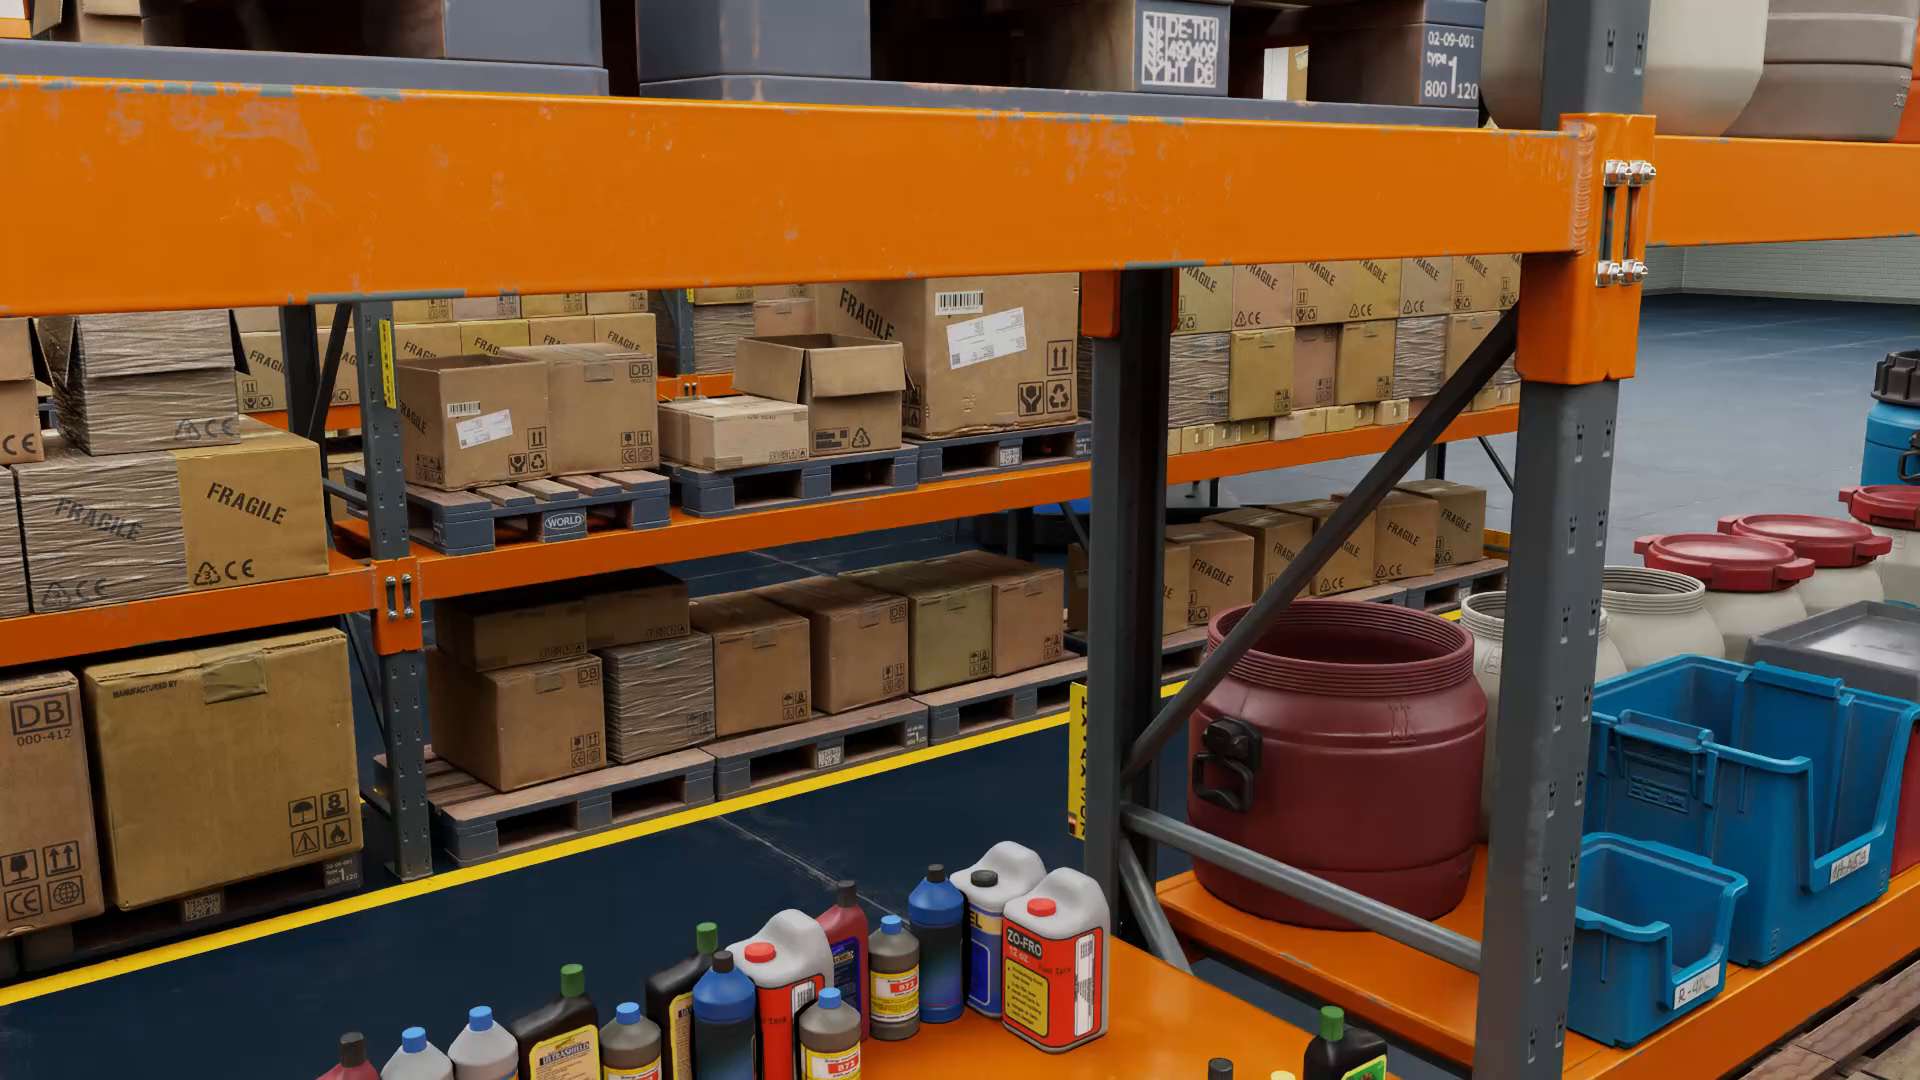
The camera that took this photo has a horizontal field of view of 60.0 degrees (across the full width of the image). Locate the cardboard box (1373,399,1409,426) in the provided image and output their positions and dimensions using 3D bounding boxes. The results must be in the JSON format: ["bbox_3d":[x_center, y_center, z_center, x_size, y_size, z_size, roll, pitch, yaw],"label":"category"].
[{"bbox_3d":[2.559,-0.813,10.340,0.250,0.149,0.380,-9,15,-38],"label":"cardboard box"}]

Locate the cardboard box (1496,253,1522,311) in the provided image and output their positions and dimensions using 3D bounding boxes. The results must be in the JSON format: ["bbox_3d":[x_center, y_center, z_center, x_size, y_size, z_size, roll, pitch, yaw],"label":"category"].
[{"bbox_3d":[3.483,-1.790,10.973,0.500,0.500,0.500,-9,15,-38],"label":"cardboard box"}]

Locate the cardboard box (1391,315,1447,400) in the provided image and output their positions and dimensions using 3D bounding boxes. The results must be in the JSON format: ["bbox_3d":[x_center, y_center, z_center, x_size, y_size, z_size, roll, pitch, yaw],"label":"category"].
[{"bbox_3d":[2.579,-1.203,10.617,0.500,0.500,0.875,-9,15,-38],"label":"cardboard box"}]

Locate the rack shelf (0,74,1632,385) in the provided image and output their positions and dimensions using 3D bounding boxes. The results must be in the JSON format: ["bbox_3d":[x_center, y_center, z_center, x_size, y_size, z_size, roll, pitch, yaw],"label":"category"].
[{"bbox_3d":[-0.956,-0.232,1.512,4.000,0.370,1.077,-9,15,-38],"label":"rack shelf"}]

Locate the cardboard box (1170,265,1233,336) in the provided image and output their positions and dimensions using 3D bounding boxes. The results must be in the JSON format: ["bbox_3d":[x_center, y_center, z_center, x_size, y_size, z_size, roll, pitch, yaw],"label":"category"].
[{"bbox_3d":[1.145,-1.400,9.134,0.500,0.500,0.500,-9,15,-38],"label":"cardboard box"}]

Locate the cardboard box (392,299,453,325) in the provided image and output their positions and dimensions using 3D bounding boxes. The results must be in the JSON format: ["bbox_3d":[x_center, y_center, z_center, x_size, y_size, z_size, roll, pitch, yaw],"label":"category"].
[{"bbox_3d":[-3.959,-1.791,11.695,0.500,0.500,0.700,-10,15,-38],"label":"cardboard box"}]

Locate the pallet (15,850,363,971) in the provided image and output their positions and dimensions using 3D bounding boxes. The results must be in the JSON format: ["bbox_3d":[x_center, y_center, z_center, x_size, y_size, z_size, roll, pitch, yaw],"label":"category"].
[{"bbox_3d":[-3.151,1.274,6.619,1.213,0.211,1.003,-9,15,-38],"label":"pallet"}]

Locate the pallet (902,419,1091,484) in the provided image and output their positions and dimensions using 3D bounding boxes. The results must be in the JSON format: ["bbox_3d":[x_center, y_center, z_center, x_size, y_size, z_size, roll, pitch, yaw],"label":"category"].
[{"bbox_3d":[-0.053,-0.529,8.862,1.213,0.211,1.003,-9,15,-38],"label":"pallet"}]

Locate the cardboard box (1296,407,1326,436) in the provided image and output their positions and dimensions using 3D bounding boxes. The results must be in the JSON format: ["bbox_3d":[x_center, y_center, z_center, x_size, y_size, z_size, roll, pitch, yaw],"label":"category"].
[{"bbox_3d":[1.951,-0.721,9.909,0.250,0.149,0.380,-9,15,-38],"label":"cardboard box"}]

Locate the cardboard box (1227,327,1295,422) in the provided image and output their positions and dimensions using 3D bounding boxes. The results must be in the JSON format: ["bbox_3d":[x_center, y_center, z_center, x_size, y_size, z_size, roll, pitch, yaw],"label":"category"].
[{"bbox_3d":[1.437,-1.001,9.663,0.500,0.500,0.875,-9,15,-38],"label":"cardboard box"}]

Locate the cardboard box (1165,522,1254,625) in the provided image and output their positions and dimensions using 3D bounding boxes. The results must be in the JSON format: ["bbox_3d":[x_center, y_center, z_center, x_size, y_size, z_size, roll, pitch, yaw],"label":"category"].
[{"bbox_3d":[1.415,0.198,9.984,0.500,0.500,0.500,-4,13,-20],"label":"cardboard box"}]

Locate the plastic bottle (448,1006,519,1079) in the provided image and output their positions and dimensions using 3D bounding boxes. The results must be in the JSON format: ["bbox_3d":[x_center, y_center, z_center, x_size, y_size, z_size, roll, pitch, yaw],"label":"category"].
[{"bbox_3d":[-0.687,0.808,2.411,0.097,0.271,0.097,0,12,0],"label":"plastic bottle"}]

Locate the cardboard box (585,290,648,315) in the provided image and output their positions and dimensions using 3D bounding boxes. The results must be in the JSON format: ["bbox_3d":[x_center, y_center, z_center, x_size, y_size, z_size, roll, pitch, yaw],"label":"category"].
[{"bbox_3d":[-2.769,-1.989,12.627,0.500,0.500,0.700,-10,15,-39],"label":"cardboard box"}]

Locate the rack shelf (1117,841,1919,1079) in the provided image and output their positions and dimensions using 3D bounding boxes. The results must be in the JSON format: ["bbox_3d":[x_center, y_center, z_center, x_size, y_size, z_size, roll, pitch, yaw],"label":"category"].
[{"bbox_3d":[2.167,0.716,4.268,4.000,0.370,1.077,-9,15,-38],"label":"rack shelf"}]

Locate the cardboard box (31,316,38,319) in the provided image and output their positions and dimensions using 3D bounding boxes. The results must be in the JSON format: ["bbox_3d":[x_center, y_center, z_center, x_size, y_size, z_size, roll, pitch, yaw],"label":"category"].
[{"bbox_3d":[-8.068,-1.913,14.510,0.250,0.149,0.380,-11,16,-41],"label":"cardboard box"}]

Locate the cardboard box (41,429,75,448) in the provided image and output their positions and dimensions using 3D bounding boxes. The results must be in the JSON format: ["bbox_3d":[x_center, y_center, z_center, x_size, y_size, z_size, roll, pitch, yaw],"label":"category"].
[{"bbox_3d":[-3.439,-0.142,6.338,0.500,0.500,0.500,-10,16,-39],"label":"cardboard box"}]

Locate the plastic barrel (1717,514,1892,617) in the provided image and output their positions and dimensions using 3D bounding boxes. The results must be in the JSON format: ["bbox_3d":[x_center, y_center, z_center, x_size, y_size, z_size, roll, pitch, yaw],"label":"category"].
[{"bbox_3d":[2.272,0.222,4.536,0.433,0.535,0.433,0,12,0],"label":"plastic barrel"}]

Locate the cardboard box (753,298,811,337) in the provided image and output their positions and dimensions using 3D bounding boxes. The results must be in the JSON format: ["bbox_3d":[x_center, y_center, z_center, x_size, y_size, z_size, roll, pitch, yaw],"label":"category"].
[{"bbox_3d":[-1.689,-1.715,13.621,0.550,0.550,0.875,-9,15,-38],"label":"cardboard box"}]

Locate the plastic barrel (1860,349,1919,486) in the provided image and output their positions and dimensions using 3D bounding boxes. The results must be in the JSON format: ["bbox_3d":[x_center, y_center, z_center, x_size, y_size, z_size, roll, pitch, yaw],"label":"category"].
[{"bbox_3d":[3.238,-0.140,5.358,0.708,0.901,0.600,-9,15,-38],"label":"plastic barrel"}]

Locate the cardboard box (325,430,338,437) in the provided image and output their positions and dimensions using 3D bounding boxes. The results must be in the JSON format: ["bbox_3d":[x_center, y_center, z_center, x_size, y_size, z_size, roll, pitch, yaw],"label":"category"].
[{"bbox_3d":[-6.523,-1.064,16.233,0.625,0.372,0.950,-8,15,-34],"label":"cardboard box"}]

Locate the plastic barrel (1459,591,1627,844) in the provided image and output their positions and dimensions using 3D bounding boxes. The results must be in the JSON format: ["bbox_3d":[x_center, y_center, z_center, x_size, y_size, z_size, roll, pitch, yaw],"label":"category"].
[{"bbox_3d":[1.276,0.401,3.751,0.421,0.512,0.421,0,12,0],"label":"plastic barrel"}]

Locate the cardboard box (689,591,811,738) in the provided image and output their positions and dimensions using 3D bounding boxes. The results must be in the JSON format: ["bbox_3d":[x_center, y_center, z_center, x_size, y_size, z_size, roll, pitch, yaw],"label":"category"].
[{"bbox_3d":[-1.114,0.589,8.093,0.500,0.500,0.700,-8,14,-33],"label":"cardboard box"}]

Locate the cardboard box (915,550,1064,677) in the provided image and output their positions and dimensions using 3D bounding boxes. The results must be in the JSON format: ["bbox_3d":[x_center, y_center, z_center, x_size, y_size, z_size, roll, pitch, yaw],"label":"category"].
[{"bbox_3d":[0.142,0.385,9.054,0.500,0.500,0.700,-11,16,-42],"label":"cardboard box"}]

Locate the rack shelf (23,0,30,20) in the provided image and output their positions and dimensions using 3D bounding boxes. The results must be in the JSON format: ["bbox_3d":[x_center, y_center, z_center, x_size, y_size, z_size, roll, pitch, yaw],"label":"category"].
[{"bbox_3d":[-7.070,-3.125,8.875,4.000,0.370,1.077,-9,15,-38],"label":"rack shelf"}]

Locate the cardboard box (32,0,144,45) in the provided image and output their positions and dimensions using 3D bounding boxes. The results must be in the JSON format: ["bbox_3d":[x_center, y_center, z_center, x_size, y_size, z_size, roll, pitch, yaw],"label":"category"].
[{"bbox_3d":[-2.920,-1.812,5.960,0.637,0.503,0.797,-8,15,-34],"label":"cardboard box"}]

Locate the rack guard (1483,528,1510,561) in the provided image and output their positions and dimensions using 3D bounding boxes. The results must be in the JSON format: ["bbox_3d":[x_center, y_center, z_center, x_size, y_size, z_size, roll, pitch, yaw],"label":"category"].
[{"bbox_3d":[3.699,0.015,11.856,0.348,0.500,1.175,-9,15,-38],"label":"rack guard"}]

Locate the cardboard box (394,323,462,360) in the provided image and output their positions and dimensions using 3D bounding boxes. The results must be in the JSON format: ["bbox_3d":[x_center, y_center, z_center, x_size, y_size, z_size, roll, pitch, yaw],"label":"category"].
[{"bbox_3d":[-3.809,-1.257,11.586,0.500,0.500,0.500,-10,15,-38],"label":"cardboard box"}]

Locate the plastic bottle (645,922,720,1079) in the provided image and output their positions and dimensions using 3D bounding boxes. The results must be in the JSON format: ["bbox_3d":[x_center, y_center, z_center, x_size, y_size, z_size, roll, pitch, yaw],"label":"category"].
[{"bbox_3d":[-0.429,0.754,2.636,0.133,0.283,0.061,-9,15,-38],"label":"plastic bottle"}]

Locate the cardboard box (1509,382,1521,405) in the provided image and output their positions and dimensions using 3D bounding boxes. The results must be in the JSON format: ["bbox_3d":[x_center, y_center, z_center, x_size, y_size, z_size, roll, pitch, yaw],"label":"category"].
[{"bbox_3d":[3.665,-1.025,11.337,0.250,0.149,0.380,-9,15,-38],"label":"cardboard box"}]

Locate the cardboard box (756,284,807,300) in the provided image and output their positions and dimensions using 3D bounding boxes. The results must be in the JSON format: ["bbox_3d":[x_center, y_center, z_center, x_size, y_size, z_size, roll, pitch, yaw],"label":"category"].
[{"bbox_3d":[-1.718,-2.251,13.545,0.550,0.550,0.875,-9,15,-38],"label":"cardboard box"}]

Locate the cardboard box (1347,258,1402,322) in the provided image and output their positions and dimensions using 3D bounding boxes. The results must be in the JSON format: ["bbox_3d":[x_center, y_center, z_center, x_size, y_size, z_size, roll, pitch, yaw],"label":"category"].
[{"bbox_3d":[2.309,-1.596,10.060,0.500,0.500,0.500,-9,15,-38],"label":"cardboard box"}]

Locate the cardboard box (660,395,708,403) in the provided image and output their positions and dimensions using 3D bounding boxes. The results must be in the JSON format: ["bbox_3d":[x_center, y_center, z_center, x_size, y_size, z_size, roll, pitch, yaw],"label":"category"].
[{"bbox_3d":[-1.355,-0.580,7.950,0.258,0.266,0.396,-10,16,-39],"label":"cardboard box"}]

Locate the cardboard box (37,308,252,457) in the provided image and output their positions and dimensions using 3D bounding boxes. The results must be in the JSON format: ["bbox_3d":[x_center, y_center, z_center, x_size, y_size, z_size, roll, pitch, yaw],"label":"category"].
[{"bbox_3d":[-3.070,-0.627,6.205,0.637,0.503,0.797,-9,15,-36],"label":"cardboard box"}]

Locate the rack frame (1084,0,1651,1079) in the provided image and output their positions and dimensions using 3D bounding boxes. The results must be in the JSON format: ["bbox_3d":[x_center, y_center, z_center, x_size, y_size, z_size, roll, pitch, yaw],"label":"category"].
[{"bbox_3d":[0.606,0.624,2.971,0.127,3.000,1.000,-9,15,-38],"label":"rack frame"}]

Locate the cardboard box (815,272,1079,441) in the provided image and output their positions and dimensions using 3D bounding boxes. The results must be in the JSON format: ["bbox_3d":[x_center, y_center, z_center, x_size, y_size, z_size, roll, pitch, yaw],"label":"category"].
[{"bbox_3d":[-0.073,-1.117,8.714,1.000,1.000,1.000,-9,15,-37],"label":"cardboard box"}]

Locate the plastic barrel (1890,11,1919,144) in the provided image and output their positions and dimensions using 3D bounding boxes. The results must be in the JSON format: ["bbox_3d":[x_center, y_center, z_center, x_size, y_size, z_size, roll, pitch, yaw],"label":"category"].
[{"bbox_3d":[1.893,-1.210,3.350,0.708,0.830,0.600,-9,15,-38],"label":"plastic barrel"}]

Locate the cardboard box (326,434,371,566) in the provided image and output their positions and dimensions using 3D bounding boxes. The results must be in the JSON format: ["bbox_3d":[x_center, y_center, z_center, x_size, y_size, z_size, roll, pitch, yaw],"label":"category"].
[{"bbox_3d":[-4.296,-0.281,11.635,0.750,0.750,1.050,-9,15,-37],"label":"cardboard box"}]

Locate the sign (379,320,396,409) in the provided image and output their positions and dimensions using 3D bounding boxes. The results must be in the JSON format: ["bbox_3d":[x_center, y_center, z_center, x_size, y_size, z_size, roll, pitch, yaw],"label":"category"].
[{"bbox_3d":[-2.139,-0.657,6.212,0.005,0.325,0.100,-9,15,-38],"label":"sign"}]

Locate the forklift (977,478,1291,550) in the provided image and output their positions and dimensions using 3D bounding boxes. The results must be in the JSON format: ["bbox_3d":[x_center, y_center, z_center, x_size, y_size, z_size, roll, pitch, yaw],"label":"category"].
[{"bbox_3d":[1.655,-1.439,12.848,3.031,2.935,1.130,0,12,0],"label":"forklift"}]

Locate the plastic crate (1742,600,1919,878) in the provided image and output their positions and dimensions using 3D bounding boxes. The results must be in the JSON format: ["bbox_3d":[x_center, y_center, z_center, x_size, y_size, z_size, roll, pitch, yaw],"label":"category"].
[{"bbox_3d":[2.059,0.432,3.718,0.583,0.464,0.402,-9,15,-38],"label":"plastic crate"}]

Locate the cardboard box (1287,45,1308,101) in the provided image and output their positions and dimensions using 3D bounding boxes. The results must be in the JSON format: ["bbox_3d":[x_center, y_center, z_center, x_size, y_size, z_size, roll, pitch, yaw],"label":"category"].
[{"bbox_3d":[2.430,-2.975,10.537,0.500,0.500,0.500,-10,15,-38],"label":"cardboard box"}]

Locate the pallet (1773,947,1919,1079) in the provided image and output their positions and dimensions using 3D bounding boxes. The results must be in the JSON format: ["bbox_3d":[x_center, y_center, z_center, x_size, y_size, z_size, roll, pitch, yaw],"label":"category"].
[{"bbox_3d":[3.140,1.577,5.195,1.213,0.211,1.003,-9,15,-38],"label":"pallet"}]

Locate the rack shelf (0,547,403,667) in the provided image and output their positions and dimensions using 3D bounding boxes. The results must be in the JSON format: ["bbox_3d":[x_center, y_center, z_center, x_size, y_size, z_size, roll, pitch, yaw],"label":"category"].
[{"bbox_3d":[-4.050,0.432,5.607,4.000,0.370,1.077,-9,15,-38],"label":"rack shelf"}]

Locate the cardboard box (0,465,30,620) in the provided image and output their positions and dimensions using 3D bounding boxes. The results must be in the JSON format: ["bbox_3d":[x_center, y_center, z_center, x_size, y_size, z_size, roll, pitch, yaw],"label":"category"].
[{"bbox_3d":[-3.515,0.007,5.633,0.500,0.500,0.500,-10,16,-39],"label":"cardboard box"}]

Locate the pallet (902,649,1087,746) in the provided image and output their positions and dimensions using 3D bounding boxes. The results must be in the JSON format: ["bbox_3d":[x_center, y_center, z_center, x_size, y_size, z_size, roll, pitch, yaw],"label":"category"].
[{"bbox_3d":[0.028,0.766,9.011,1.213,0.211,1.003,-9,15,-38],"label":"pallet"}]

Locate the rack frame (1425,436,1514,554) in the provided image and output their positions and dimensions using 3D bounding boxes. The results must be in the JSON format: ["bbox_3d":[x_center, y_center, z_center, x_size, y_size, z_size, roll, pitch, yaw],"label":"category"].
[{"bbox_3d":[3.758,-1.218,11.643,0.127,3.000,1.000,-9,15,-38],"label":"rack frame"}]

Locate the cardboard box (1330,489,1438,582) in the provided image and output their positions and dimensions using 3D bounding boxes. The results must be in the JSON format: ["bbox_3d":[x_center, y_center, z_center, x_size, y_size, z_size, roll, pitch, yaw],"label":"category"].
[{"bbox_3d":[2.815,-0.039,11.098,0.500,0.500,0.500,-5,13,-23],"label":"cardboard box"}]

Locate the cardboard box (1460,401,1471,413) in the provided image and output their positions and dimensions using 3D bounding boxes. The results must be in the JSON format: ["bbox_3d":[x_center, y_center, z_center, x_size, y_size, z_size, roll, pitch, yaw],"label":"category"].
[{"bbox_3d":[3.101,-0.921,10.852,0.250,0.149,0.380,-9,15,-38],"label":"cardboard box"}]

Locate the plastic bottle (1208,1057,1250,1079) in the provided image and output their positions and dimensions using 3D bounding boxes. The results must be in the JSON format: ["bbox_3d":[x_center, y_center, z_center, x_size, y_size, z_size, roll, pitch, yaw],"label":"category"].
[{"bbox_3d":[0.376,0.832,2.269,0.133,0.283,0.061,-9,15,-38],"label":"plastic bottle"}]

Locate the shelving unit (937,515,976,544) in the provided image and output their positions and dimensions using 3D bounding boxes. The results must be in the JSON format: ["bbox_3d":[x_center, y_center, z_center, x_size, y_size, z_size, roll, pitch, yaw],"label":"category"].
[{"bbox_3d":[-0.030,-0.440,13.033,0.210,0.900,0.258,-8,15,-34],"label":"shelving unit"}]

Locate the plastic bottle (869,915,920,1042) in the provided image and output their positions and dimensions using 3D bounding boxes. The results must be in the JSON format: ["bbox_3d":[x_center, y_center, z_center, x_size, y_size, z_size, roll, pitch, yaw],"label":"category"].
[{"bbox_3d":[-0.118,0.748,2.864,0.097,0.201,0.097,0,12,0],"label":"plastic bottle"}]

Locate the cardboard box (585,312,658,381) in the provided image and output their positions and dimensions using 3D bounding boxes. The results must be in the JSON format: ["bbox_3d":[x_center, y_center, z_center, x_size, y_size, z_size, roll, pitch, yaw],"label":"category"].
[{"bbox_3d":[-2.625,-1.454,12.515,0.500,0.500,0.500,-10,15,-38],"label":"cardboard box"}]

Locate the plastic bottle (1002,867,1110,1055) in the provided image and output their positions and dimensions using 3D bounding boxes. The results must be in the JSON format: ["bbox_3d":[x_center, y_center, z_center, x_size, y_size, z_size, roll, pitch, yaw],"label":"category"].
[{"bbox_3d":[0.161,0.713,2.850,0.135,0.276,0.152,-9,15,-38],"label":"plastic bottle"}]

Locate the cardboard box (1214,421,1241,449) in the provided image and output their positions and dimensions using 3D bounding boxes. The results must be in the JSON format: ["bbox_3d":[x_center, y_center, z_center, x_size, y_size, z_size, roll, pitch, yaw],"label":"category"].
[{"bbox_3d":[1.372,-0.622,9.443,0.250,0.149,0.380,-9,15,-38],"label":"cardboard box"}]

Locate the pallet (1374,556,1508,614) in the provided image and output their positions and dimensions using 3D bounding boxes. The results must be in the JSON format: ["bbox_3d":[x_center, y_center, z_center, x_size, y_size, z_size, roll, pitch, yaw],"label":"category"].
[{"bbox_3d":[3.043,0.256,11.416,1.213,0.211,1.003,-9,15,-38],"label":"pallet"}]
